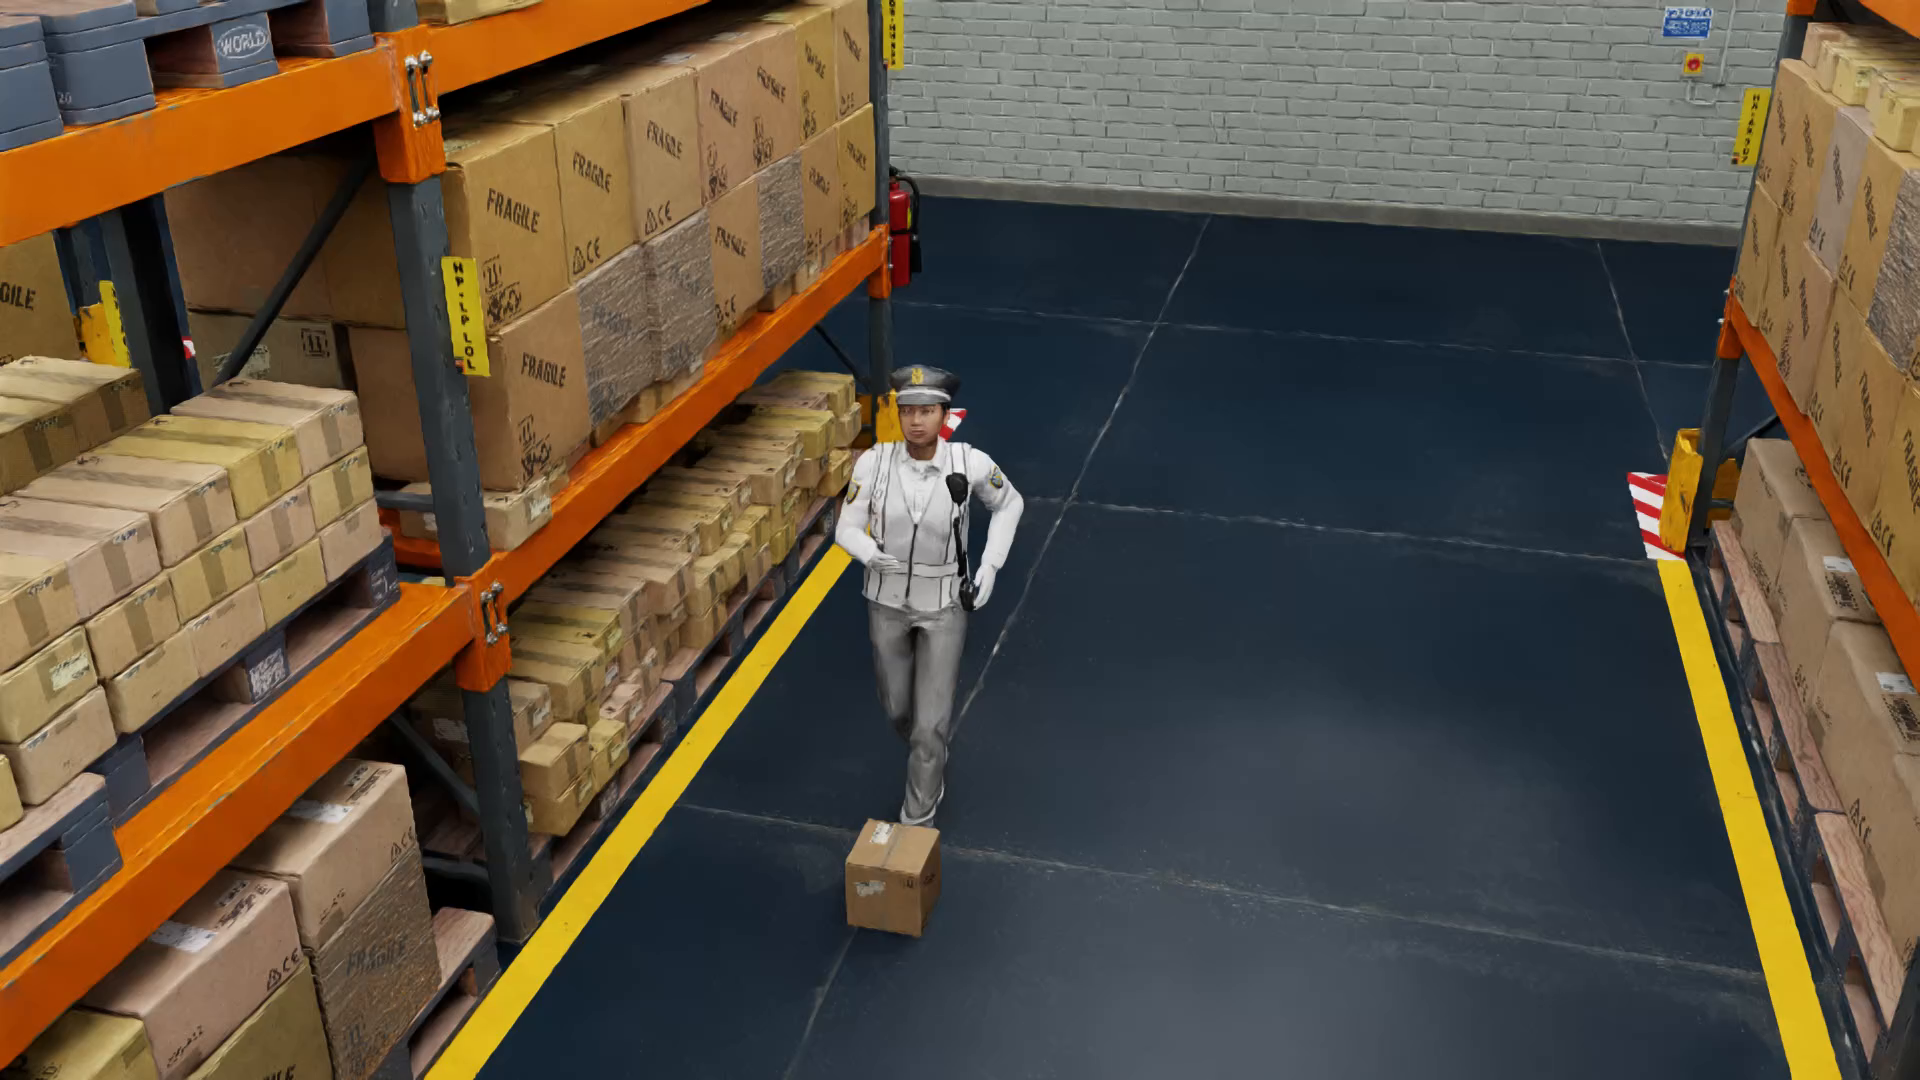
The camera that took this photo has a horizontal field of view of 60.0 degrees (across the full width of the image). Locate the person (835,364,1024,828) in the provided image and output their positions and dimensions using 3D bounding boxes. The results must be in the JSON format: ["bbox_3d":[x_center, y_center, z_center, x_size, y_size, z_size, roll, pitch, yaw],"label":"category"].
[{"bbox_3d":[-0.156,0.259,5.537,0.574,1.685,0.796,7,26,14],"label":"person"}]
